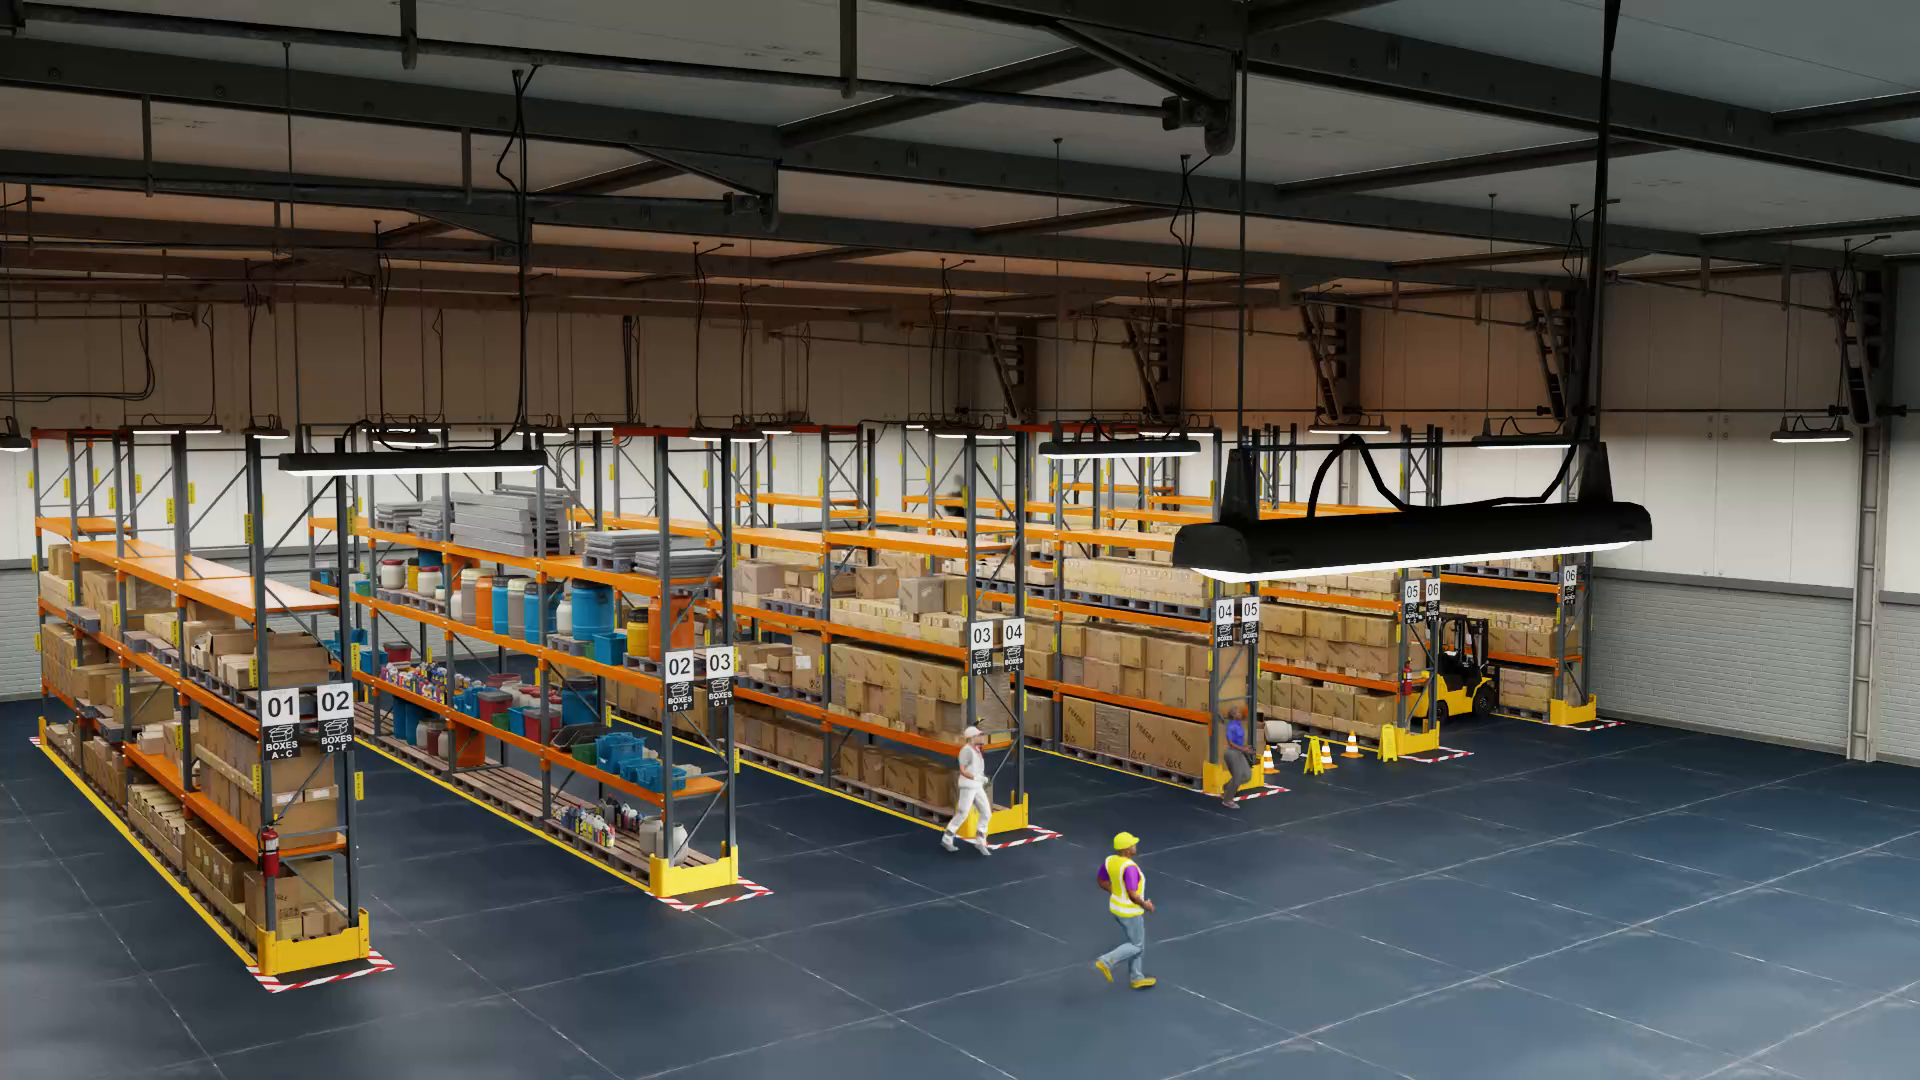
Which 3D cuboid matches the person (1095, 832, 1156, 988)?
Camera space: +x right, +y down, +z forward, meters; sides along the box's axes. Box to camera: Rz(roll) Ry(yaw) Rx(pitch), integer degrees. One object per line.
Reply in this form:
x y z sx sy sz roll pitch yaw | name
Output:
1.790 4.039 18.100 0.782 1.733 0.718 -2 5 -23 | person

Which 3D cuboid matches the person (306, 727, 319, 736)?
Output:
-10.832 3.250 27.695 0.835 1.837 0.649 4 6 41 | person

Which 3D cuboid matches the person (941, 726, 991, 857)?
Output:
0.162 3.578 23.788 0.732 1.812 0.730 2 5 23 | person

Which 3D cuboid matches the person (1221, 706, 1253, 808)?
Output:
4.446 3.458 26.512 0.507 1.624 0.623 2 5 27 | person

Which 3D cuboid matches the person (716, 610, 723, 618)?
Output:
-5.607 2.481 38.411 0.679 1.749 0.870 -2 5 -28 | person
